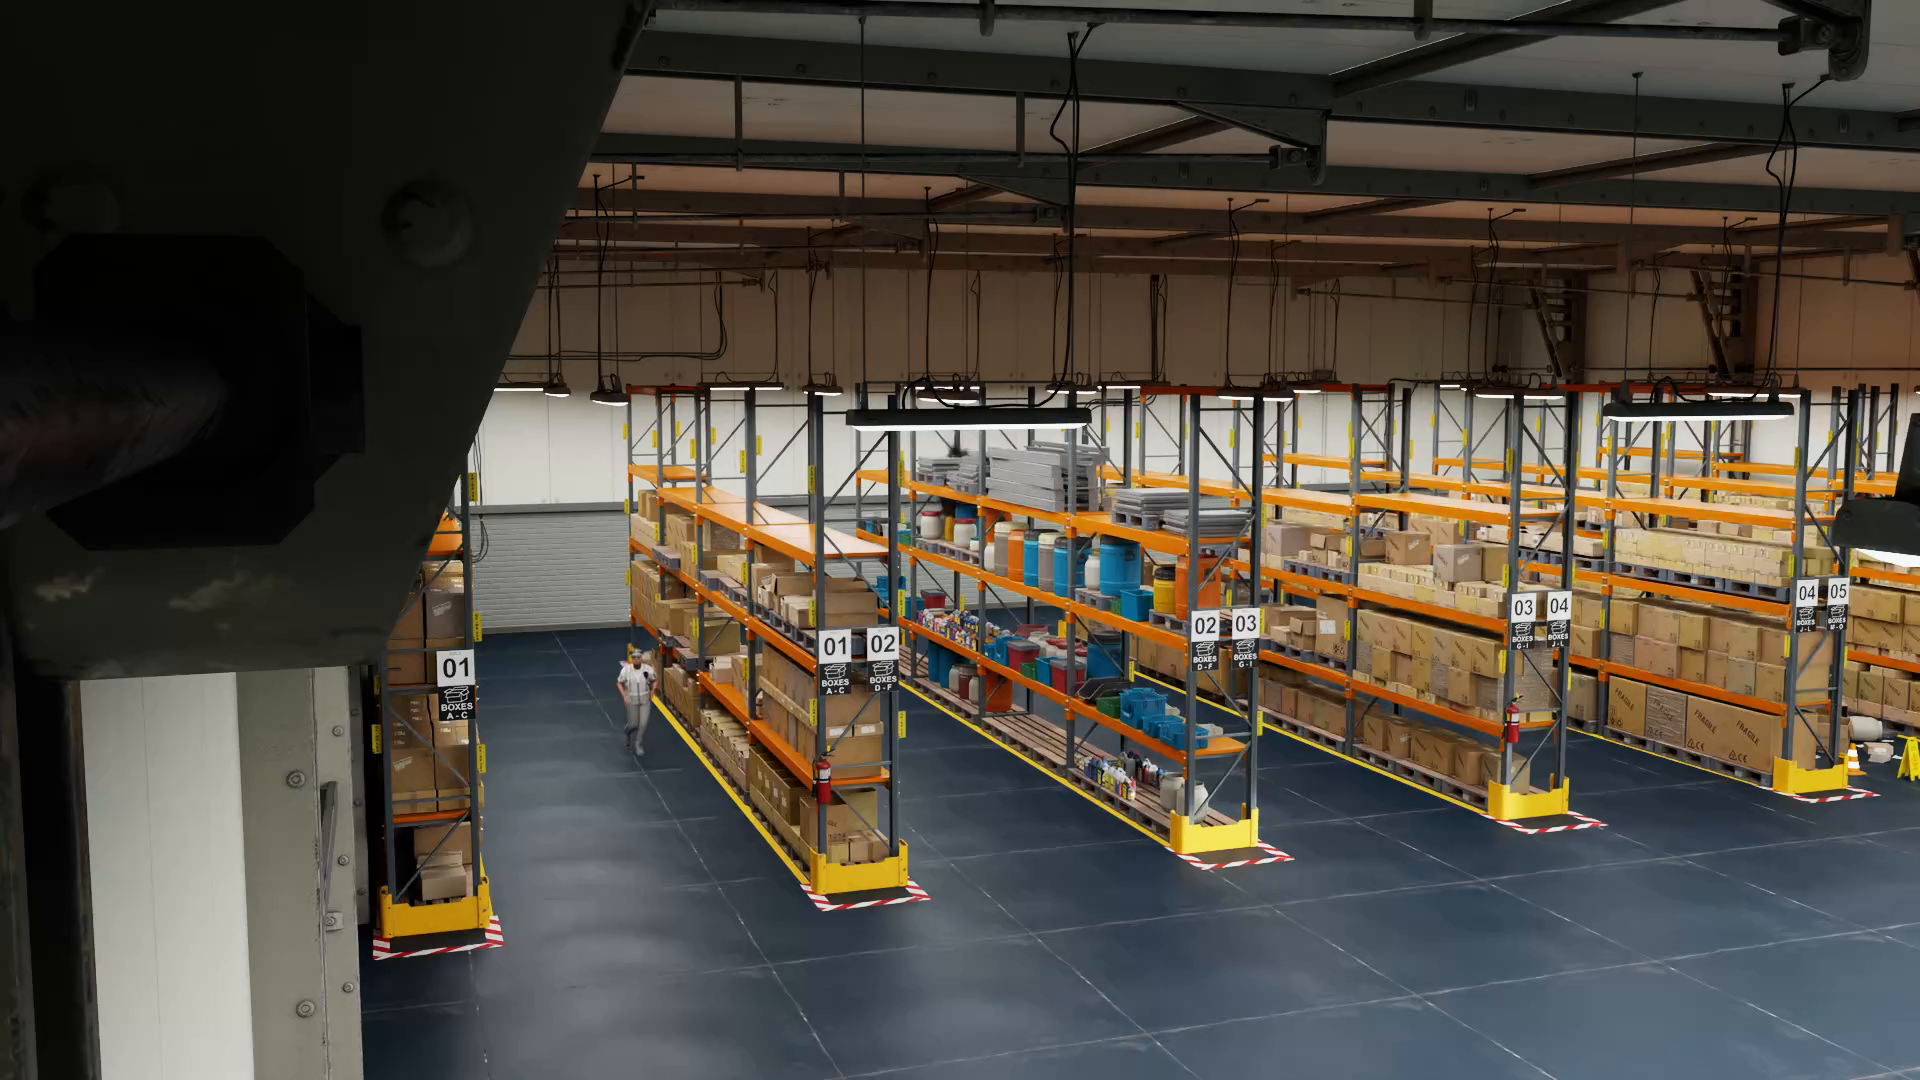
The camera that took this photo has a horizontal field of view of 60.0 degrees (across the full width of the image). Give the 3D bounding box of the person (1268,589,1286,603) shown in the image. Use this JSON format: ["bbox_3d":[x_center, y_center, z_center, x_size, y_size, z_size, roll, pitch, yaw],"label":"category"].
[{"bbox_3d":[7.923,1.205,41.226,0.782,1.744,0.660,-3,6,-23],"label":"person"}]

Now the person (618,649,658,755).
[{"bbox_3d":[-5.295,2.644,27.401,0.653,1.758,0.647,-2,6,-17],"label":"person"}]
